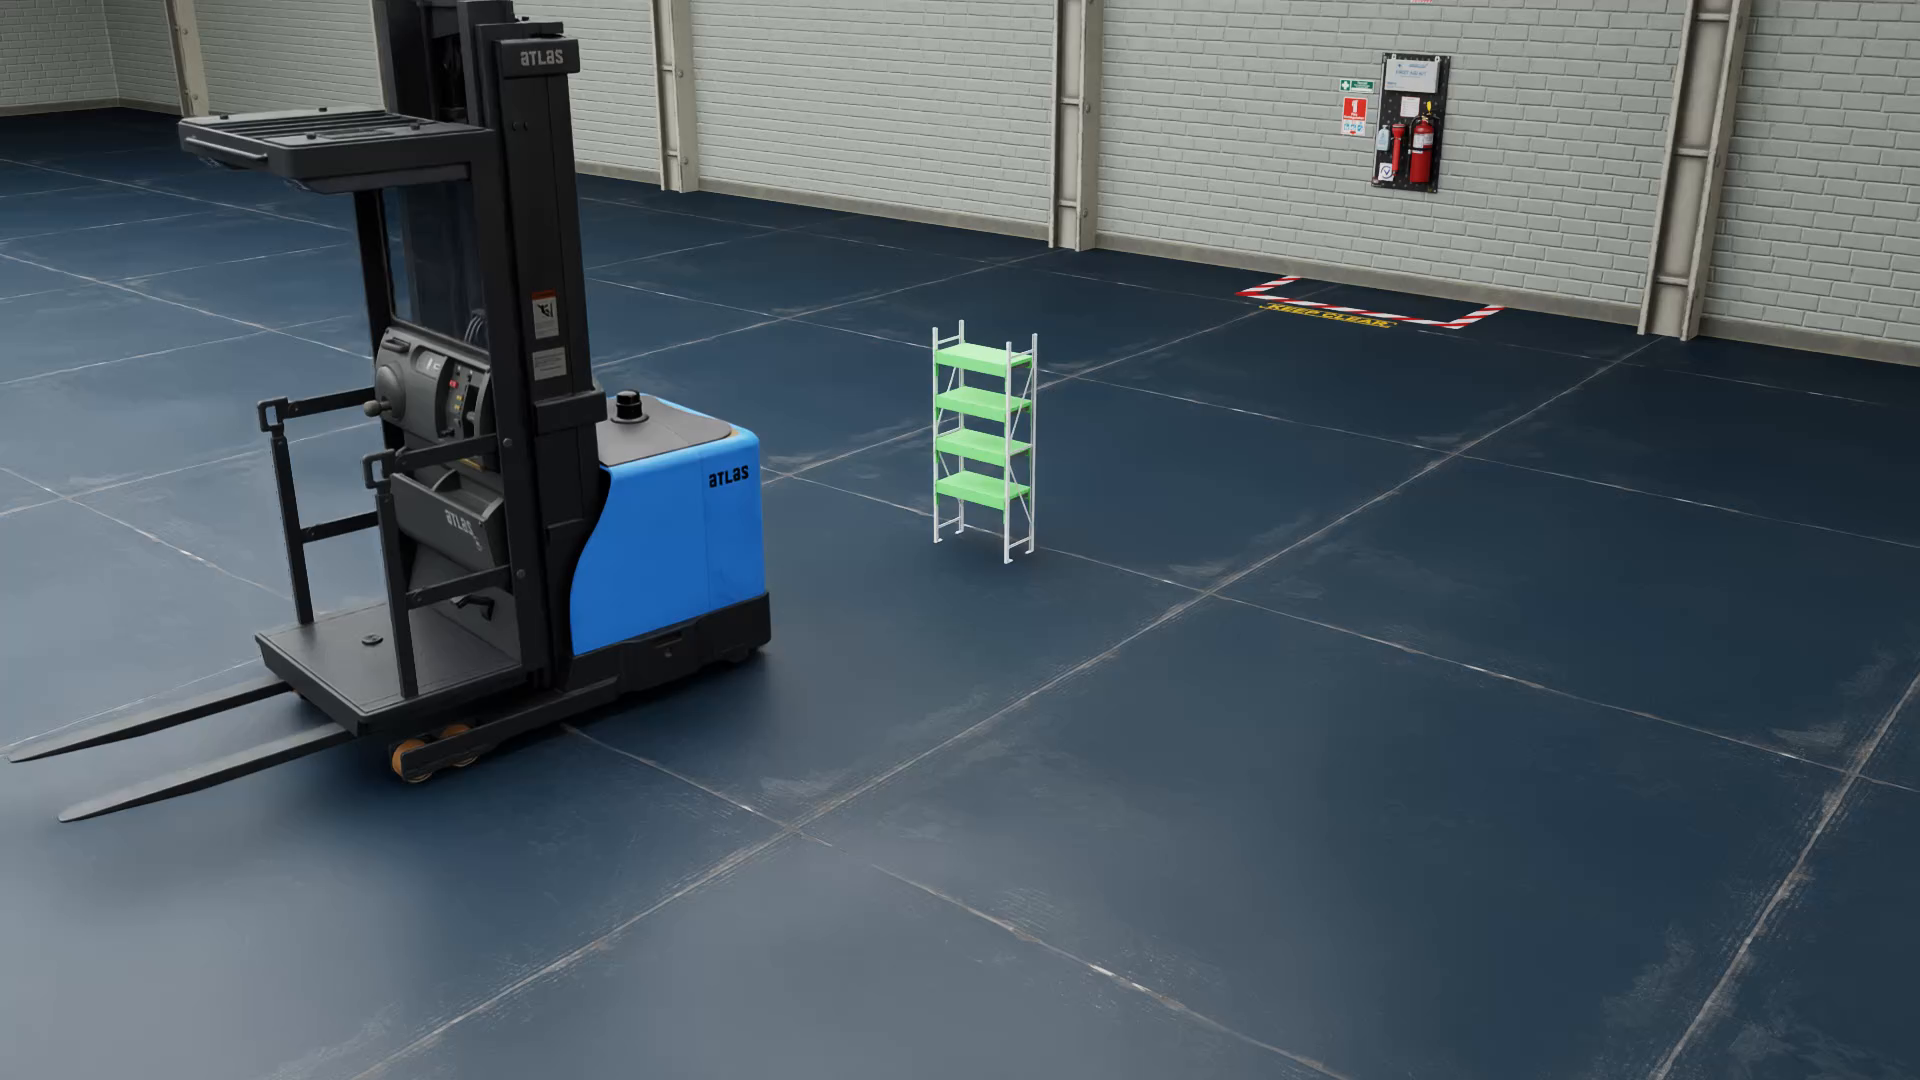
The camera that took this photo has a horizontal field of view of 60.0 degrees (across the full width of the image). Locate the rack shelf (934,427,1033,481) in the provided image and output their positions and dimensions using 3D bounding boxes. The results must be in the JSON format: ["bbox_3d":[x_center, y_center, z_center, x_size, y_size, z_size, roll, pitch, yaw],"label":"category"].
[{"bbox_3d":[0.128,-0.465,8.881,0.480,0.148,0.258,16,26,36],"label":"rack shelf"}]

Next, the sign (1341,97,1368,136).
[{"bbox_3d":[3.559,-3.826,15.012,0.234,0.329,0.001,16,26,36],"label":"sign"}]

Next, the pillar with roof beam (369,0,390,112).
[{"bbox_3d":[-10.855,-8.742,19.597,0.400,9.000,9.100,16,26,36],"label":"pillar with roof beam"}]

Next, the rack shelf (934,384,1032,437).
[{"bbox_3d":[0.128,-0.689,8.796,0.480,0.148,0.258,16,26,36],"label":"rack shelf"}]

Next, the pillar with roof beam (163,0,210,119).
[{"bbox_3d":[-15.503,-10.081,23.147,0.400,9.000,9.100,16,26,36],"label":"pillar with roof beam"}]

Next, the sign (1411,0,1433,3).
[{"bbox_3d":[3.979,-4.772,14.285,0.199,0.298,0.001,16,26,36],"label":"sign"}]

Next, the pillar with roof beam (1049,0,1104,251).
[{"bbox_3d":[-1.558,-6.065,12.498,0.400,9.000,9.100,16,26,36],"label":"pillar with roof beam"}]

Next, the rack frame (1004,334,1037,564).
[{"bbox_3d":[0.317,-0.470,8.714,0.015,1.200,0.240,16,26,36],"label":"rack frame"}]

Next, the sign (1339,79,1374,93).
[{"bbox_3d":[3.557,-4.071,14.910,0.331,0.109,0.001,16,26,36],"label":"sign"}]

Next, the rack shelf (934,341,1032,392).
[{"bbox_3d":[0.128,-0.914,8.712,0.480,0.148,0.258,16,26,36],"label":"rack shelf"}]

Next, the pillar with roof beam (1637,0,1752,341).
[{"bbox_3d":[3.090,-4.726,8.948,0.400,9.000,9.100,16,26,36],"label":"pillar with roof beam"}]

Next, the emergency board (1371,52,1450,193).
[{"bbox_3d":[3.922,-3.658,14.617,0.643,1.169,0.194,16,26,36],"label":"emergency board"}]

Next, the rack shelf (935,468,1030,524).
[{"bbox_3d":[0.128,-0.240,8.966,0.480,0.148,0.258,16,26,36],"label":"rack shelf"}]

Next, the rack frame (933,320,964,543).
[{"bbox_3d":[-0.061,-0.579,9.003,0.015,1.200,0.240,16,26,36],"label":"rack frame"}]

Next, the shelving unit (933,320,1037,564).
[{"bbox_3d":[0.128,-0.524,8.859,0.503,1.200,0.258,16,26,36],"label":"shelving unit"}]

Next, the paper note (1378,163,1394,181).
[{"bbox_3d":[3.829,-3.304,14.927,0.142,0.148,0.016,16,26,36],"label":"paper note"}]

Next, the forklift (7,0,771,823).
[{"bbox_3d":[-2.302,-0.614,6.643,3.031,2.935,1.130,-18,27,-40],"label":"forklift"}]

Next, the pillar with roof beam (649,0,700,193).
[{"bbox_3d":[-6.206,-7.404,16.047,0.400,9.000,9.100,16,26,36],"label":"pillar with roof beam"}]
